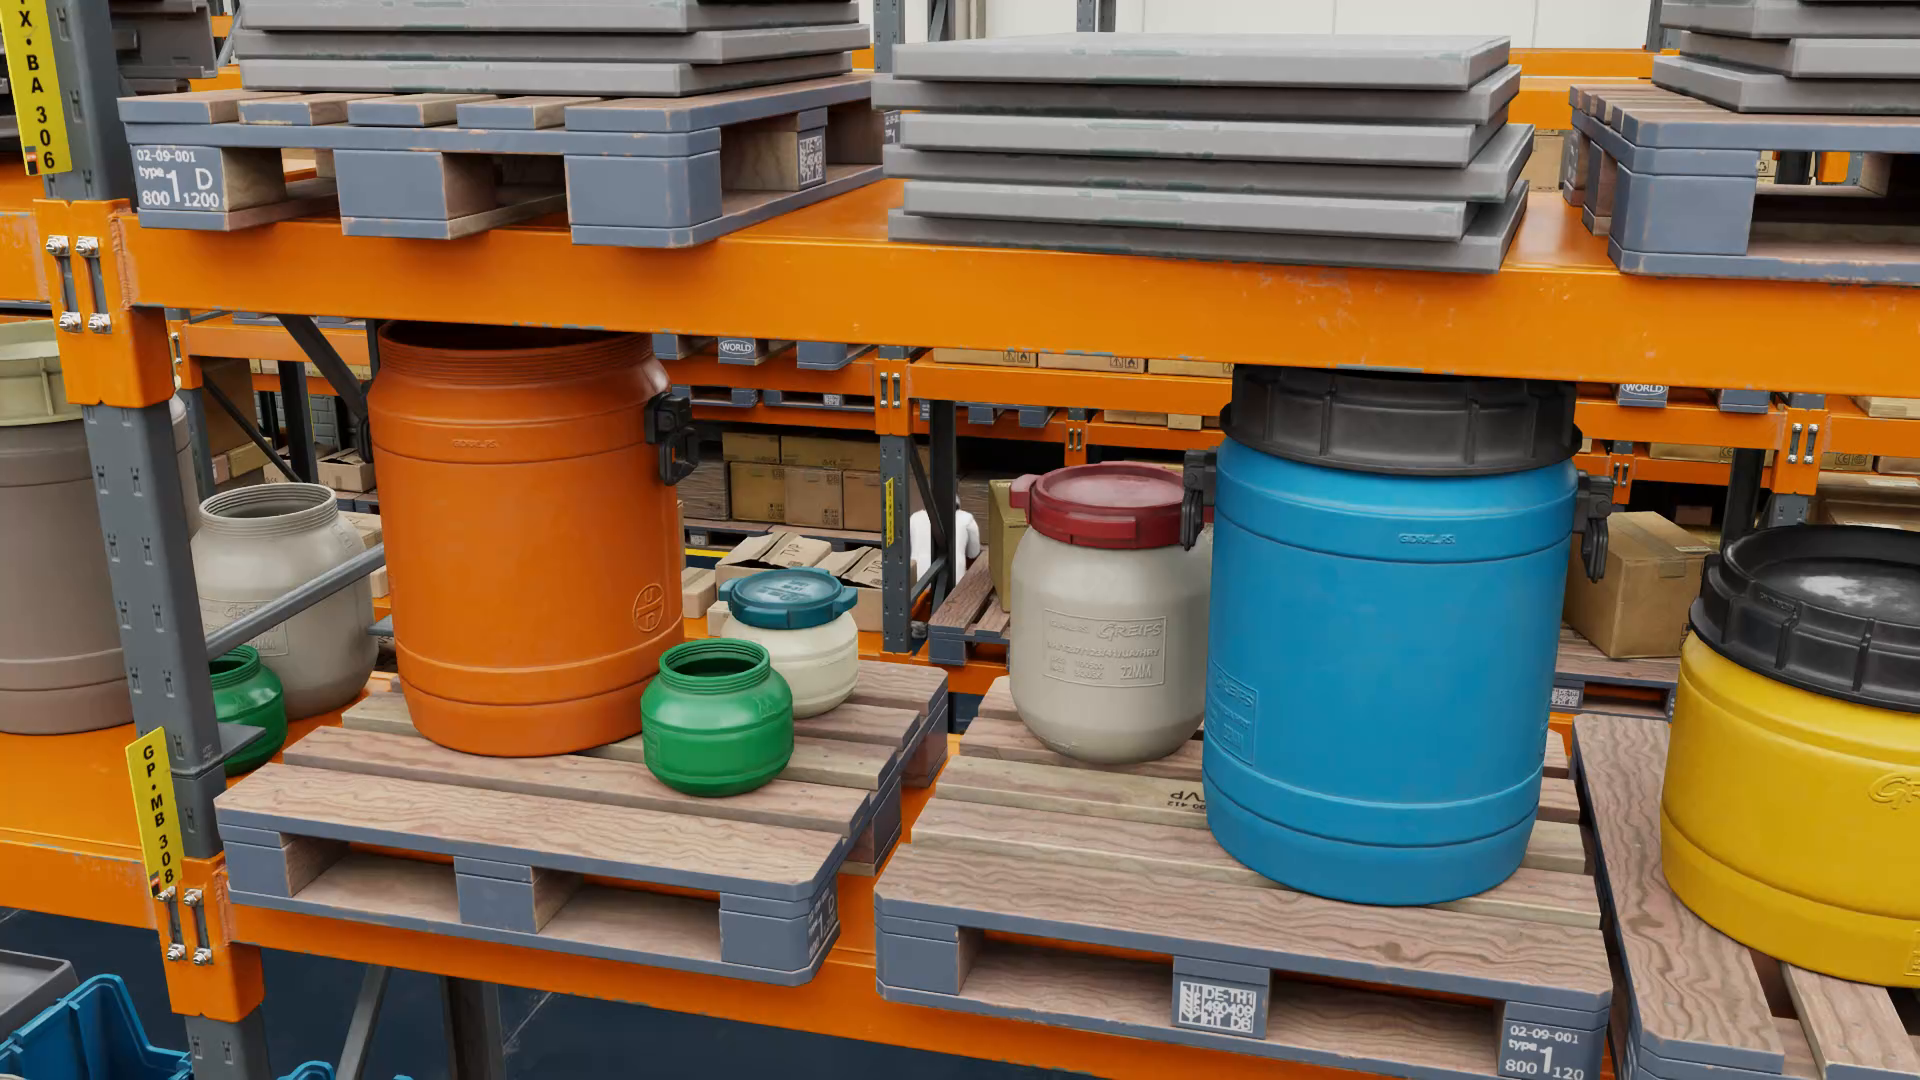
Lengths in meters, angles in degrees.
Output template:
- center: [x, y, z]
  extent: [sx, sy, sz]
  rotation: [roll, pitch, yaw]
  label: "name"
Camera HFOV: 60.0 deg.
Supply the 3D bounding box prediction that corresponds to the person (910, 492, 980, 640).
- center: [-0.148, 0.173, 12.222]
  extent: [0.540, 1.008, 0.913]
  rotation: [4, 19, 12]
  label: "person"
